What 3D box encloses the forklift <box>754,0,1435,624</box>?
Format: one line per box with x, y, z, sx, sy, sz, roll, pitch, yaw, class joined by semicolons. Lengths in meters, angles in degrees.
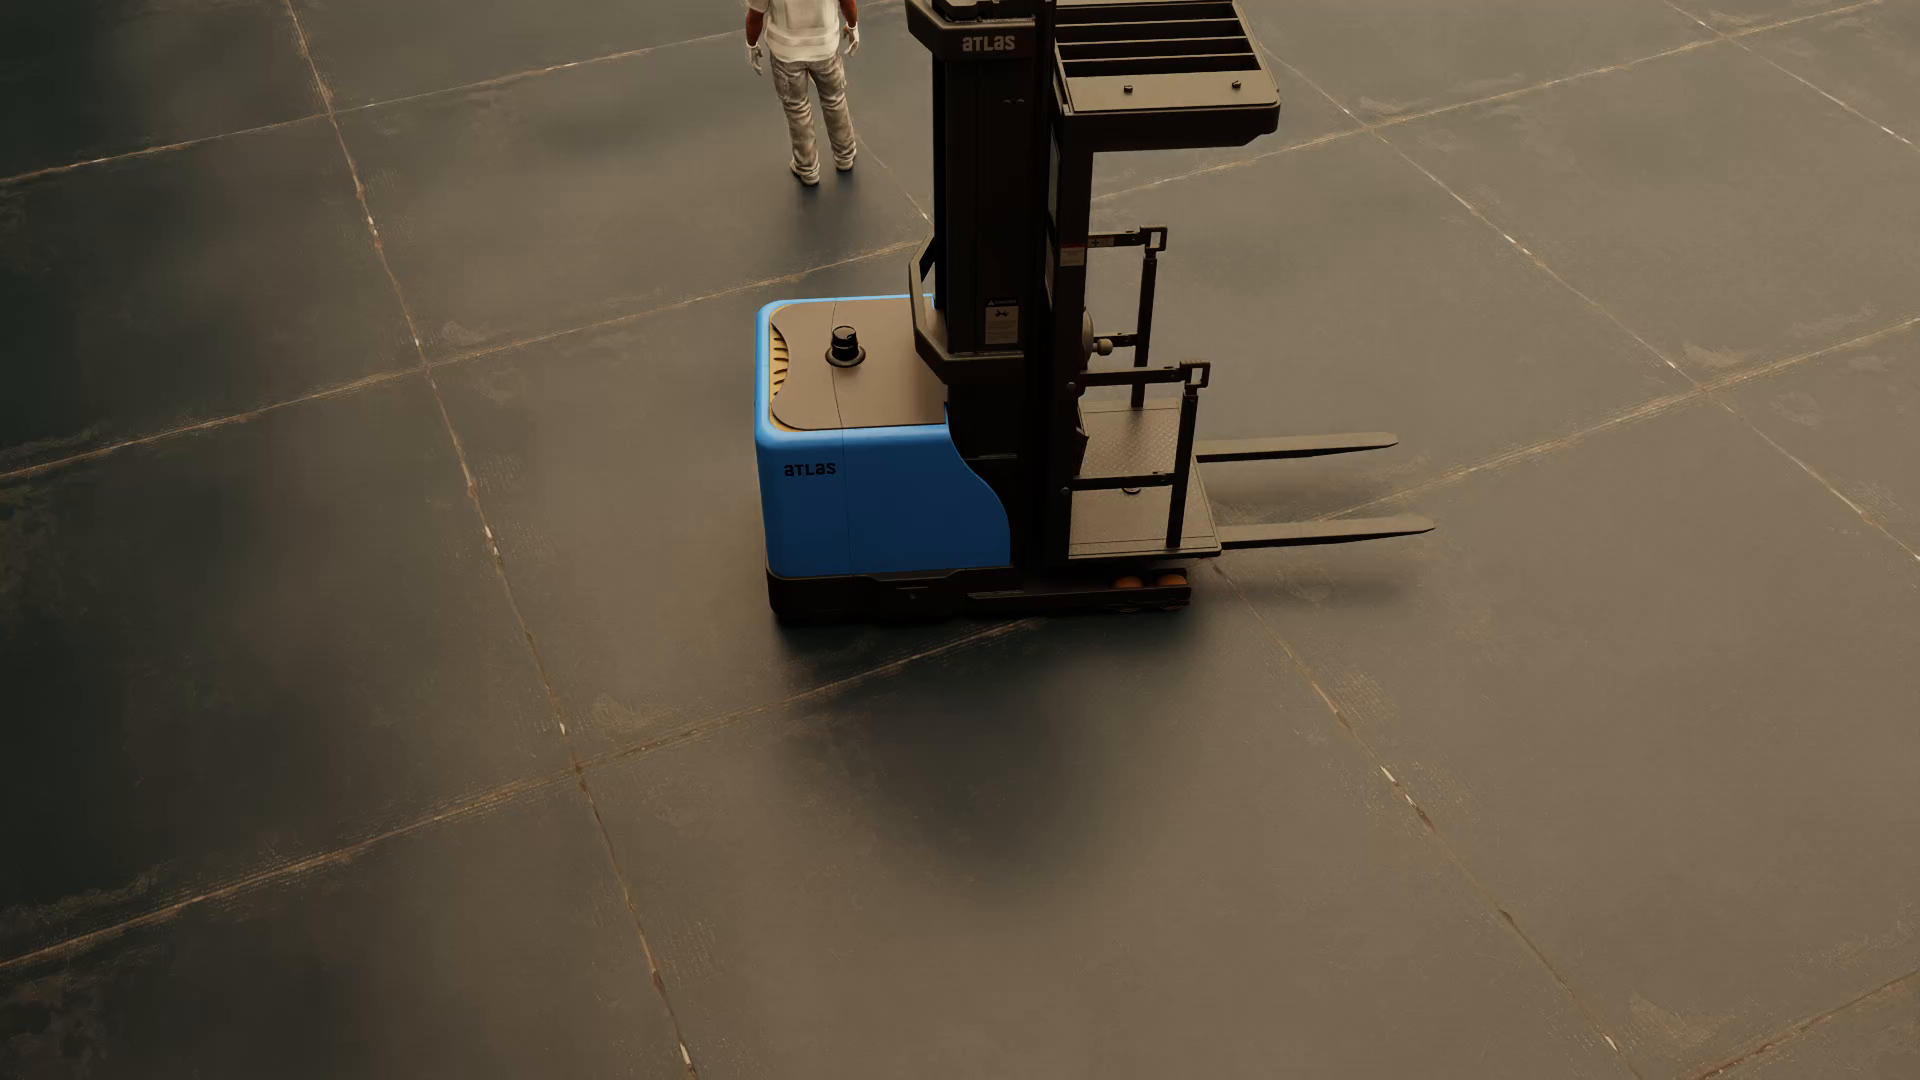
0.627;-1.106;6.866;3.031;2.935;1.130;-3;43;-3;forklift

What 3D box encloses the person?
-0.915;-2.900;9.619;0.656;1.781;0.577;-10;44;-10;person
